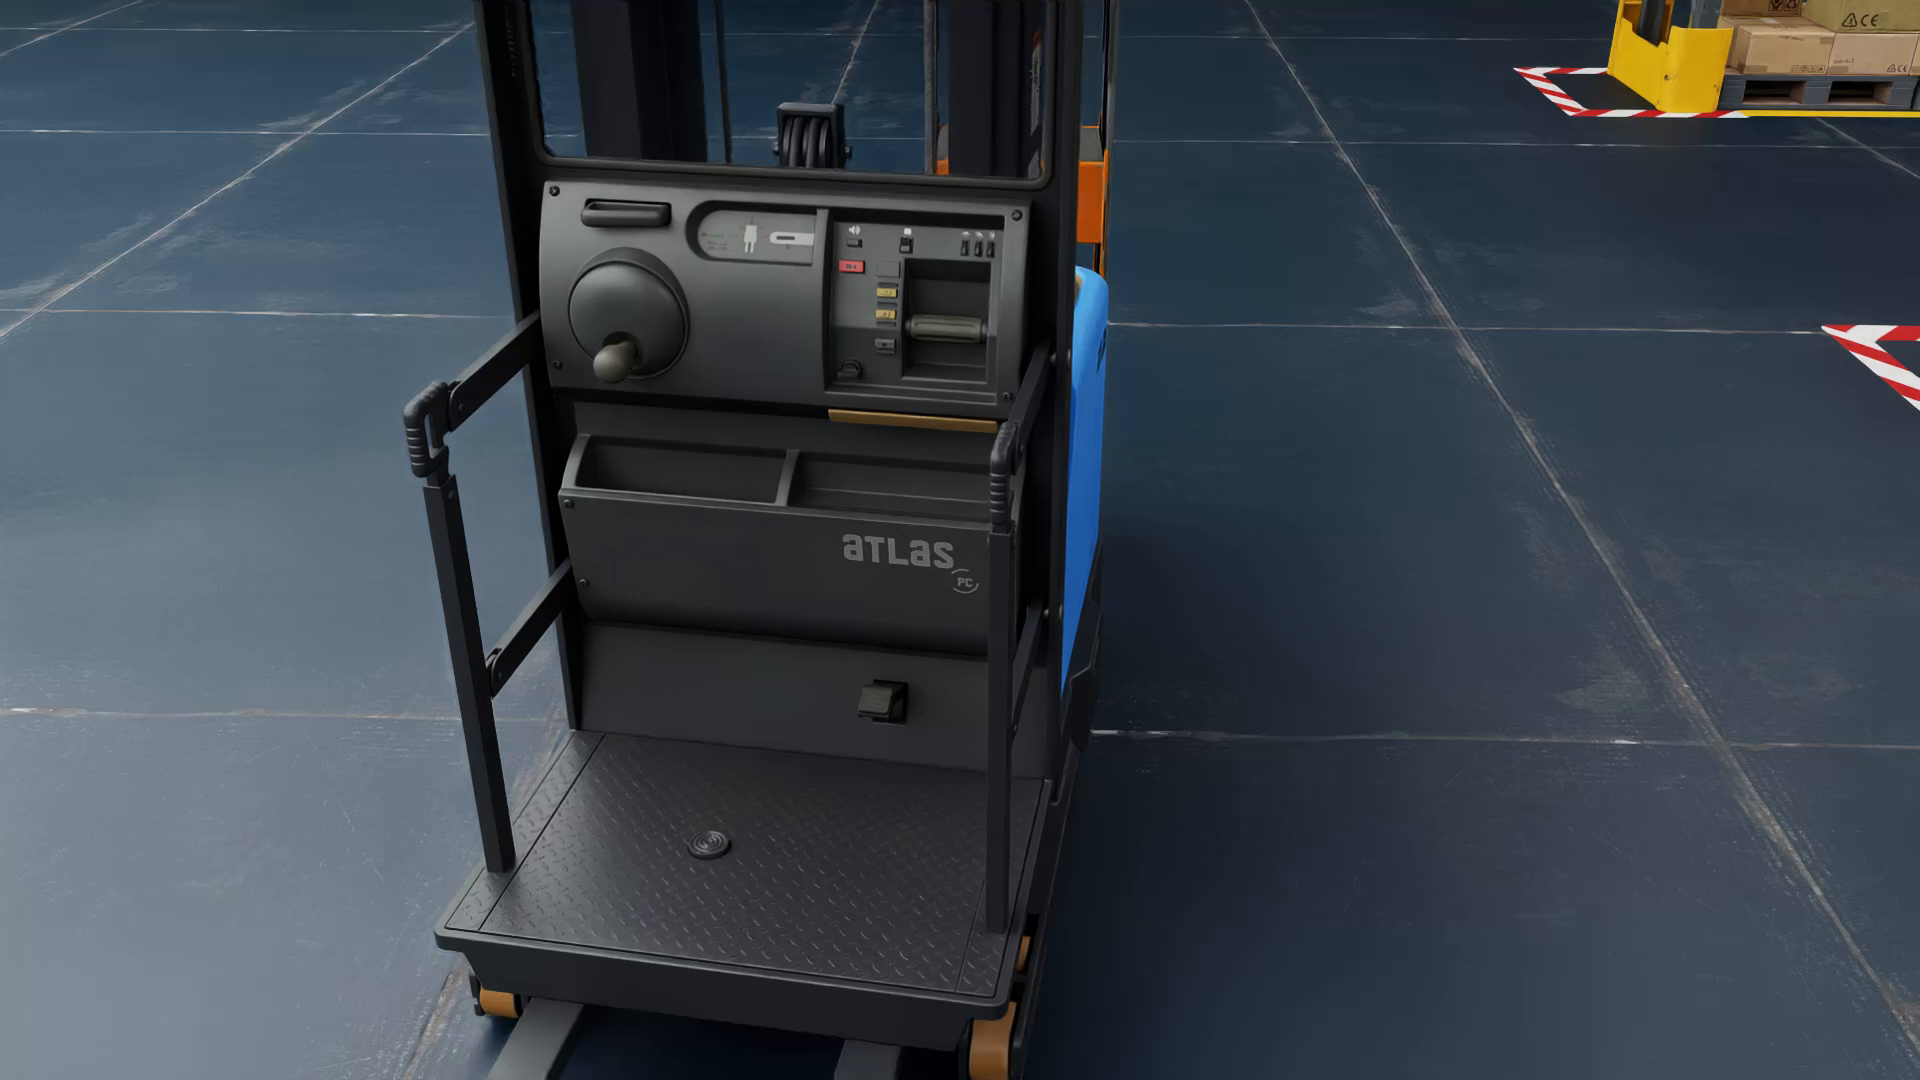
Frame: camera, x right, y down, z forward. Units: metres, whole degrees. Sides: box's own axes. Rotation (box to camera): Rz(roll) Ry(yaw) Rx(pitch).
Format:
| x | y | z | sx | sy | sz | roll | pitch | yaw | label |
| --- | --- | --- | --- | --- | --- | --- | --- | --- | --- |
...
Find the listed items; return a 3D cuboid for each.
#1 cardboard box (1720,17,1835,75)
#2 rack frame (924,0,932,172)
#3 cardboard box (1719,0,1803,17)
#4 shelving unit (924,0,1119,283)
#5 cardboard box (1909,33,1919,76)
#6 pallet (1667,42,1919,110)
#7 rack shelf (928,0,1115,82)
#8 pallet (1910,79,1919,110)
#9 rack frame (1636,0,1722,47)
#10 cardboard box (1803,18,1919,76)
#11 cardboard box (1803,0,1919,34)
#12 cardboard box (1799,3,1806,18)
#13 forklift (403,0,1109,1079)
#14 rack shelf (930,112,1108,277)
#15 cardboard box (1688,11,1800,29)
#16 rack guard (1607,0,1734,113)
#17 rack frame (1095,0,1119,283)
| x | y | z | sx | sy | sz | roll | pitch | yaw | label |
| --- | --- | --- | --- | --- | --- | --- | --- | --- | --- |
| 5.048 | -3.070 | 10.326 | 0.500 | 0.250 | 0.500 | 1 | 28 | 2 | cardboard box |
| -0.078 | -0.929 | 4.761 | 0.015 | 2.100 | 0.400 | 1 | 28 | 2 | rack frame |
| 5.067 | -3.645 | 10.609 | 0.500 | 0.500 | 0.500 | 1 | 28 | 2 | cardboard box |
| 0.165 | -0.925 | 4.753 | 0.503 | 2.100 | 0.431 | 1 | 28 | 2 | shelving unit |
| 6.048 | -3.055 | 10.297 | 0.500 | 0.250 | 0.500 | 1 | 28 | 2 | cardboard box |
| 5.286 | -2.987 | 10.660 | 1.213 | 0.211 | 1.003 | 1 | 28 | 2 | pallet |
| 0.165 | -1.531 | 4.432 | 0.480 | 0.518 | 0.431 | 1 | 28 | 2 | rack shelf |
| 6.502 | -2.966 | 10.619 | 1.213 | 0.211 | 1.003 | 1 | 28 | 2 | pallet |
| 4.520 | -4.212 | 9.993 | 0.127 | 3.000 | 1.000 | 1 | 28 | 2 | rack frame |
| 5.548 | -3.063 | 10.313 | 0.500 | 0.250 | 0.500 | 1 | 28 | 2 | cardboard box |
| 5.548 | -3.394 | 10.136 | 0.500 | 0.500 | 0.500 | 1 | 28 | 2 | cardboard box |
| 5.567 | -3.310 | 10.778 | 0.500 | 0.250 | 0.500 | 1 | 28 | 2 | cardboard box |
| -0.371 | -0.420 | 2.912 | 1.130 | 2.935 | 3.031 | 5 | 28 | 9 | forklift |
| 0.165 | -0.913 | 4.759 | 0.480 | 0.518 | 0.431 | 1 | 28 | 2 | rack shelf |
| 5.067 | -3.312 | 10.783 | 0.500 | 0.250 | 0.500 | 1 | 28 | 2 | cardboard box |
| 4.496 | -3.108 | 10.579 | 0.348 | 0.500 | 1.175 | 1 | 28 | 2 | rack guard |
| 0.409 | -0.921 | 4.745 | 0.015 | 2.100 | 0.400 | 1 | 28 | 2 | rack frame |
